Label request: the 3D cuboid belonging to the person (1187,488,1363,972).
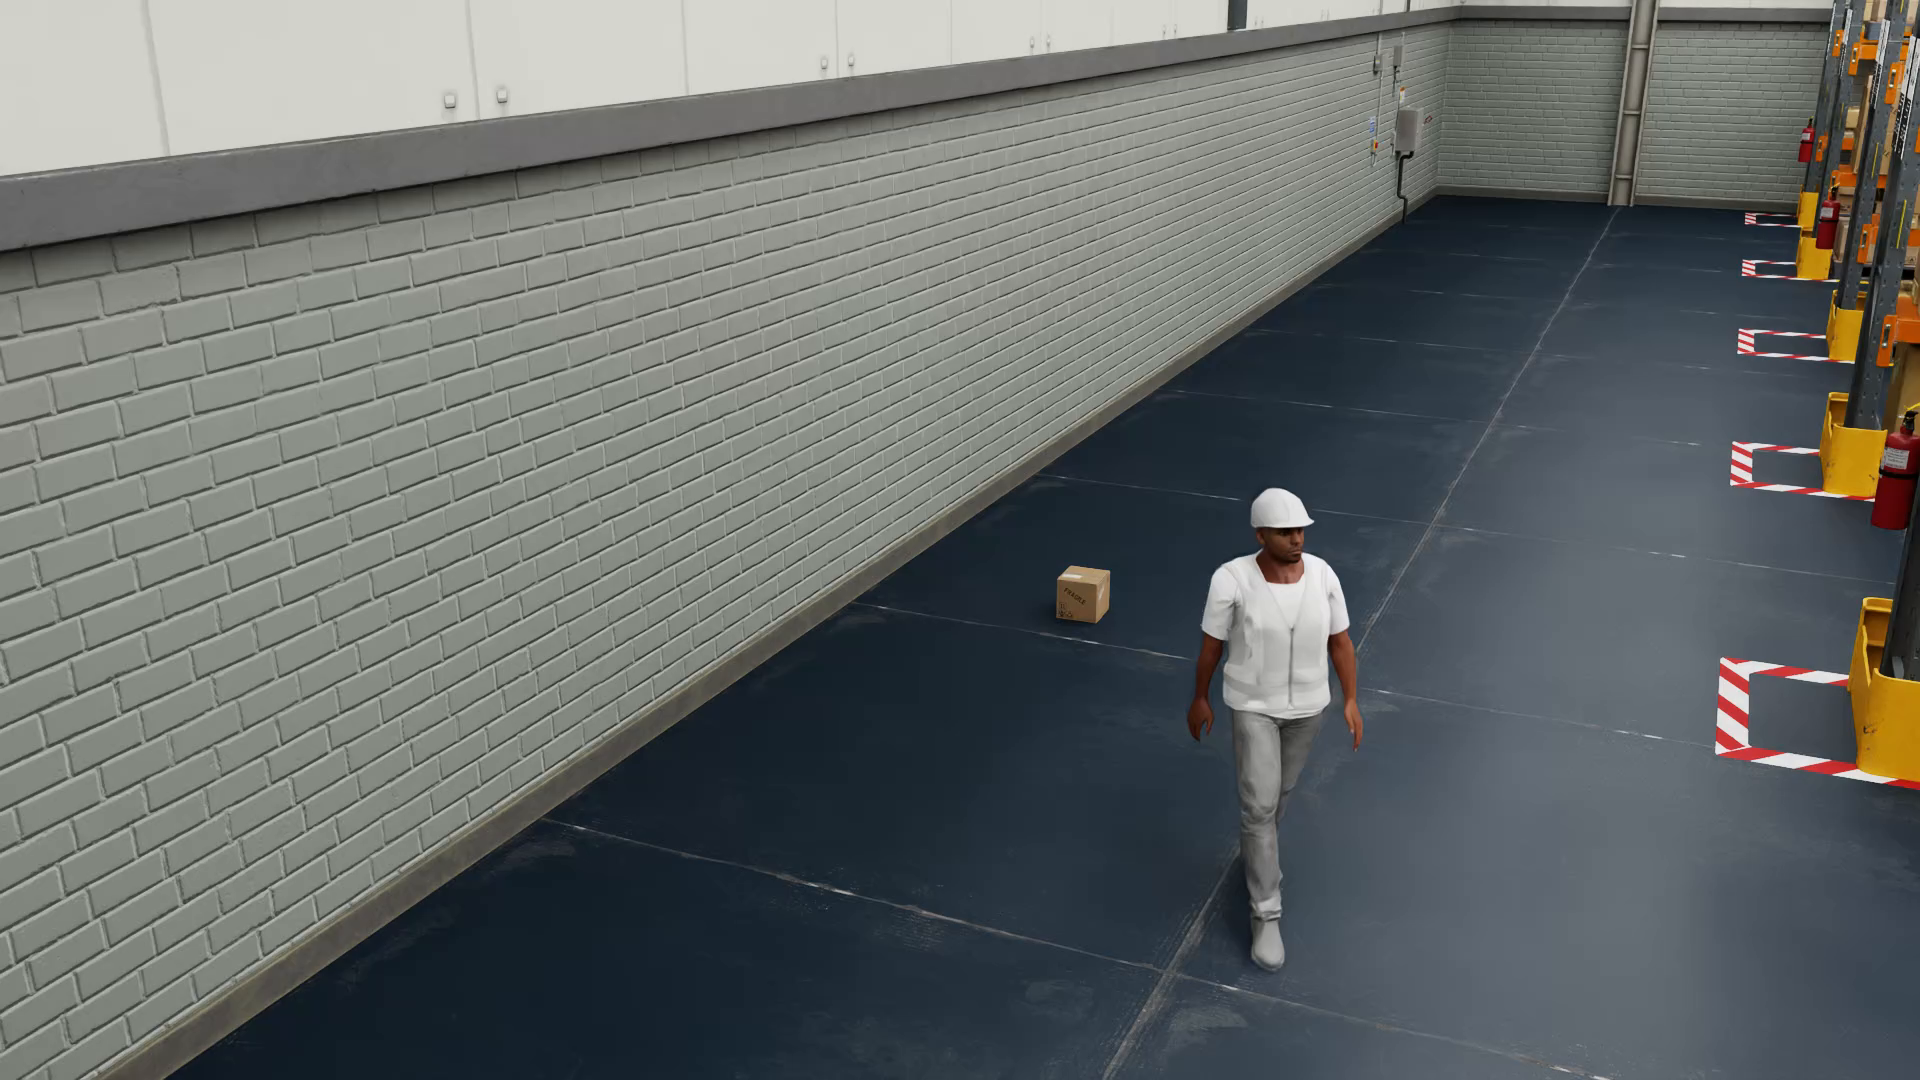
[{"bbox_3d":[1.274,0.681,6.520,0.615,1.752,0.861,-4,19,-12],"label":"person"}]
